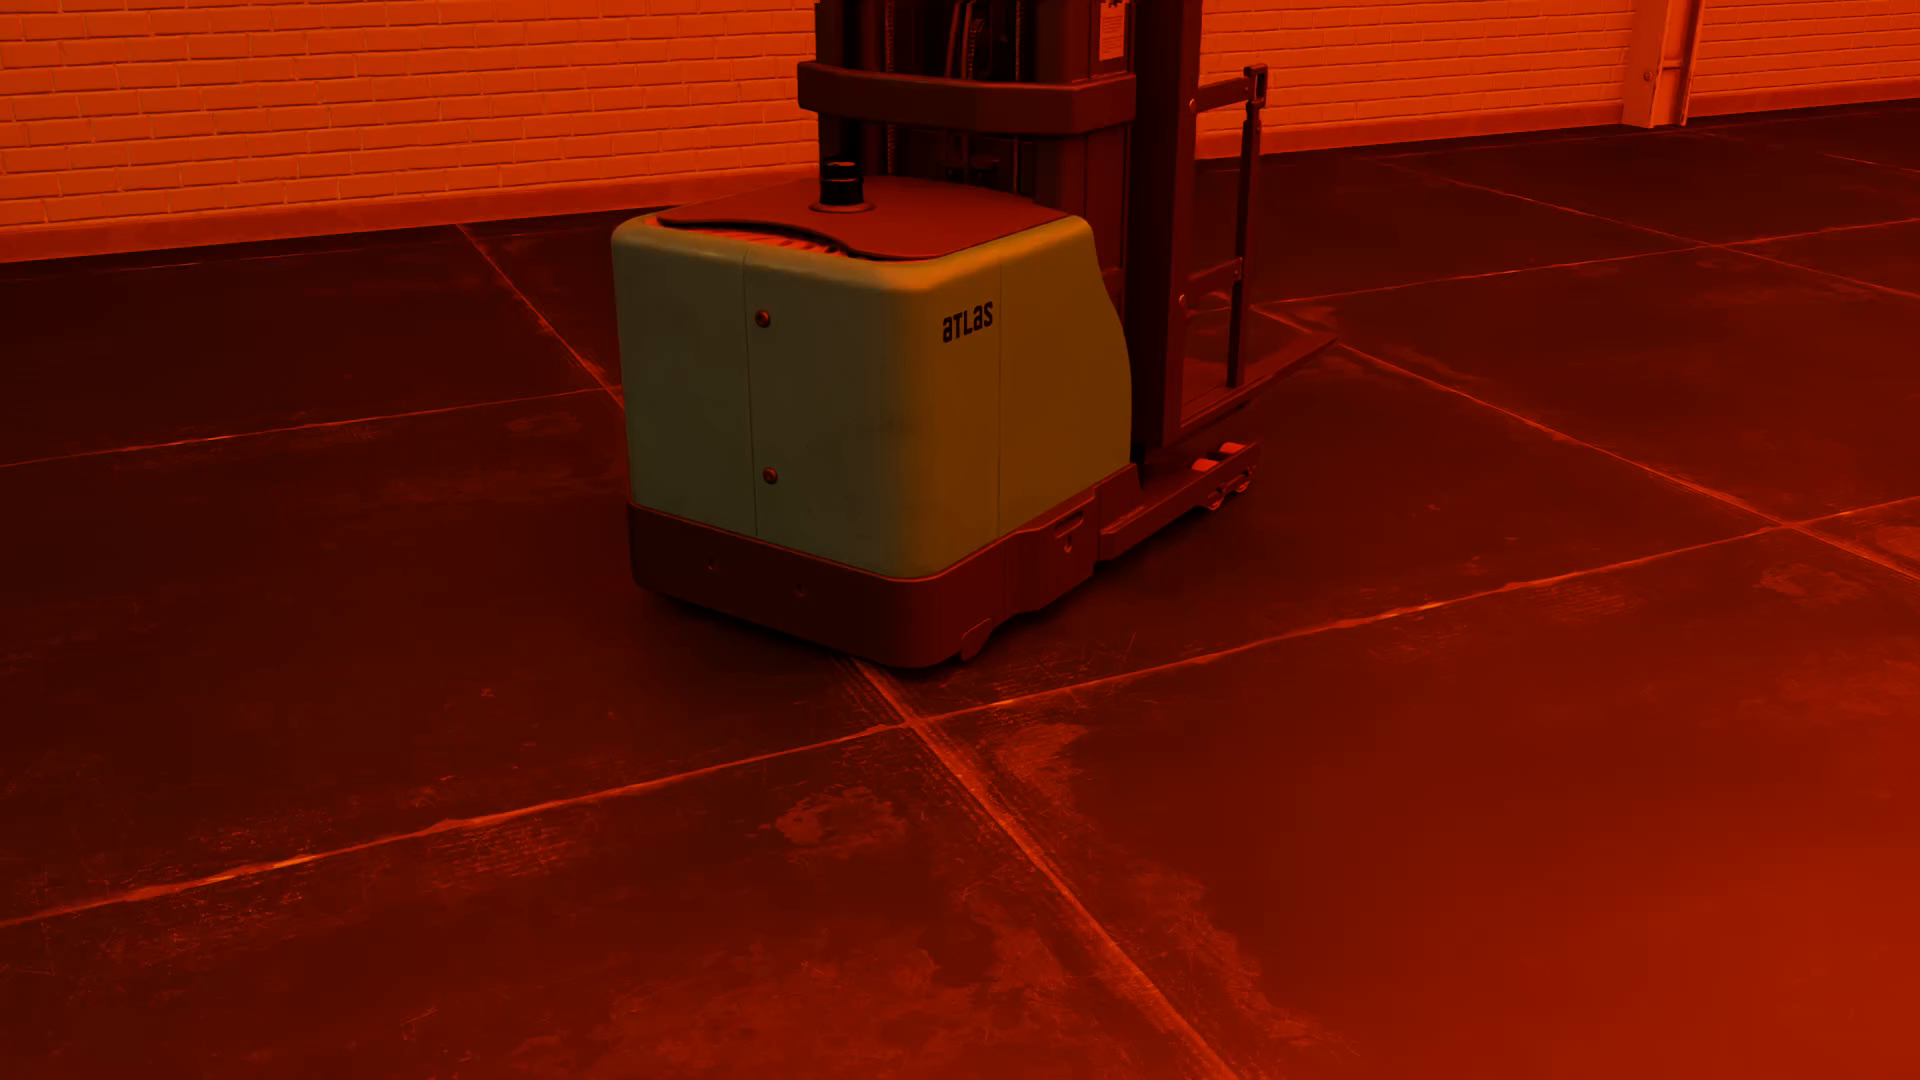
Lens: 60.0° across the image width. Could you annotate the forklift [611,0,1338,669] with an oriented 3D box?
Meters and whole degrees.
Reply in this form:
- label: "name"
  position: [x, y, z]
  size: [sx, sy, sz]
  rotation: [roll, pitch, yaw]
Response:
- label: "forklift"
  position: [0.331, -1.542, 4.997]
  size: [1.130, 2.935, 3.031]
  rotation: [15, 27, 32]
